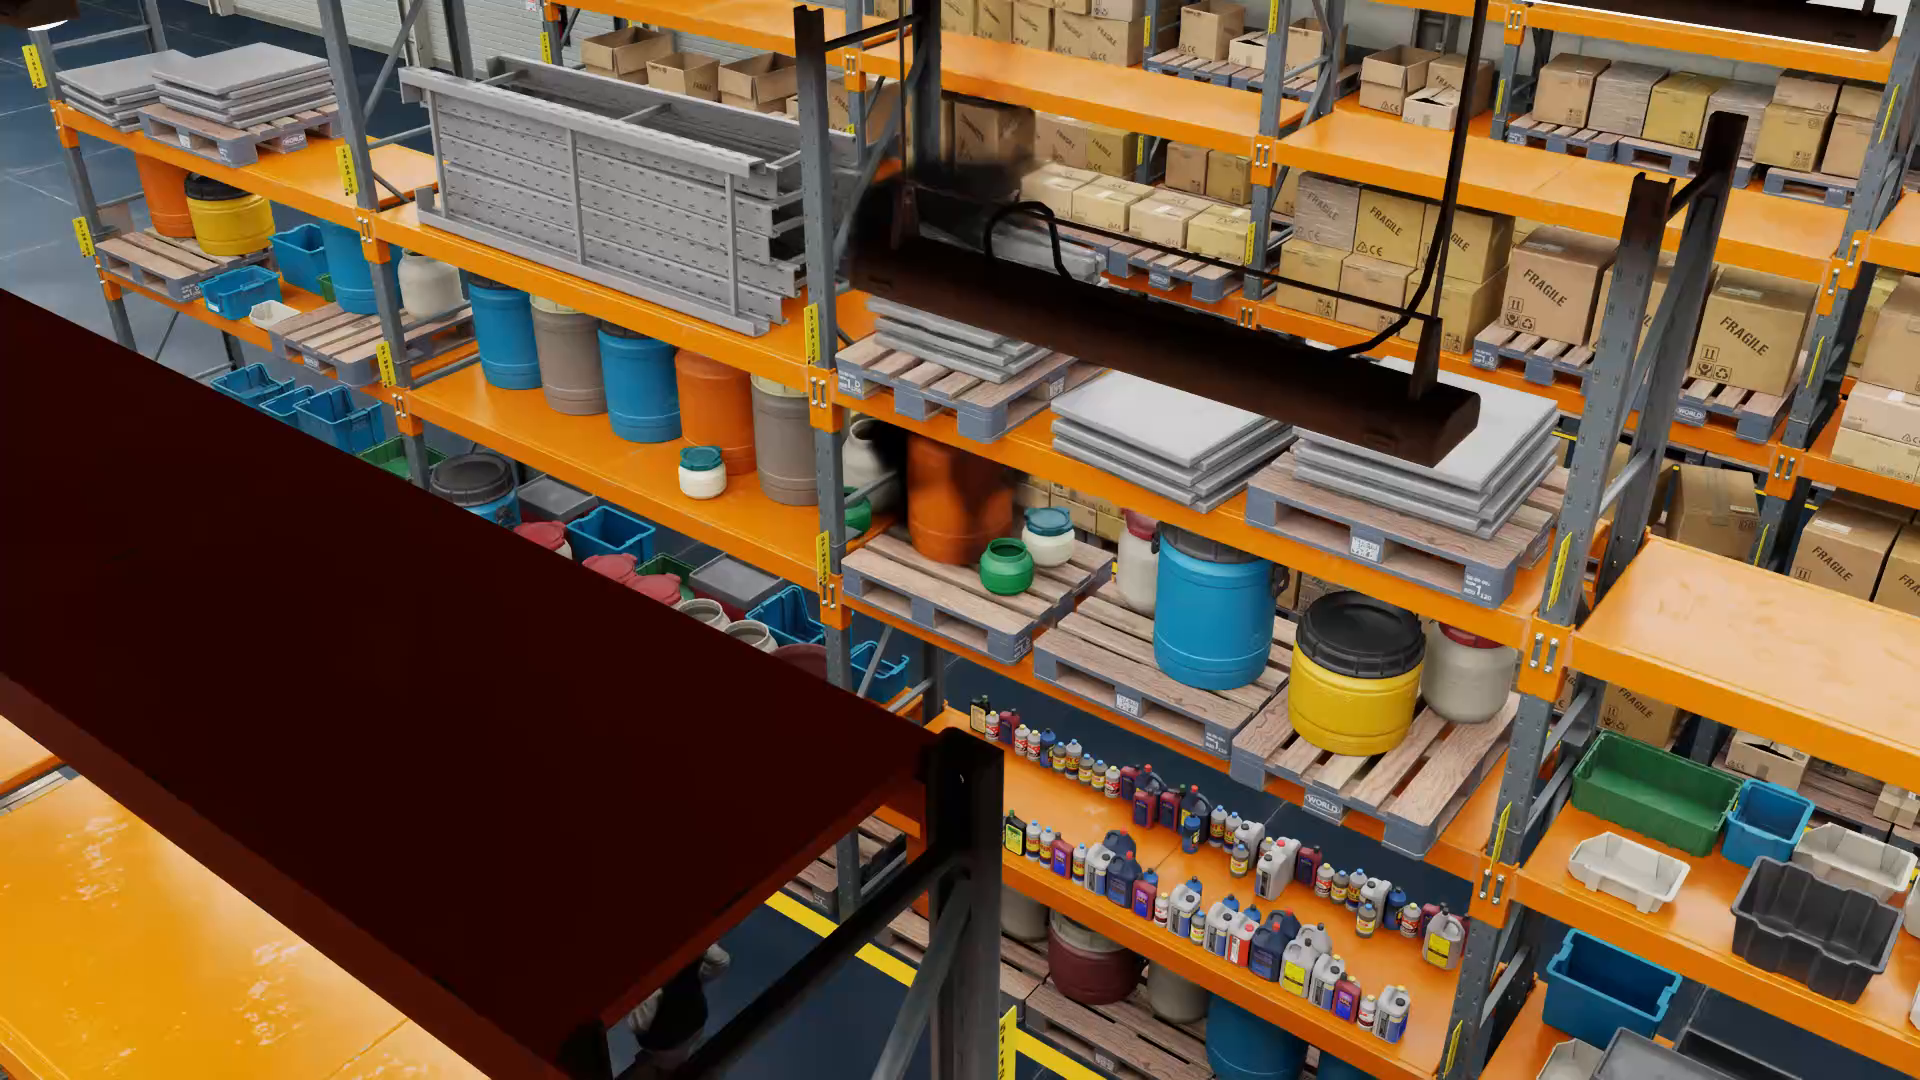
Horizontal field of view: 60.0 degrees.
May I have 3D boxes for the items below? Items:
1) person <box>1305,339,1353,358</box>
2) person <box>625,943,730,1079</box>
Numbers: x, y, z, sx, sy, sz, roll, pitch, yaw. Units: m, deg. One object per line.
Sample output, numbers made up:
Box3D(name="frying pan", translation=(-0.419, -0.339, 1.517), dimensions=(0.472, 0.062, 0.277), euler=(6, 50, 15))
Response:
Box3D(name="person", translation=(3.264, -1.311, 15.723), dimensions=(0.802, 1.840, 0.682), euler=(20, 37, 30))
Box3D(name="person", translation=(-1.573, 2.709, 9.196), dimensions=(0.831, 1.728, 0.662), euler=(16, 35, 24))
